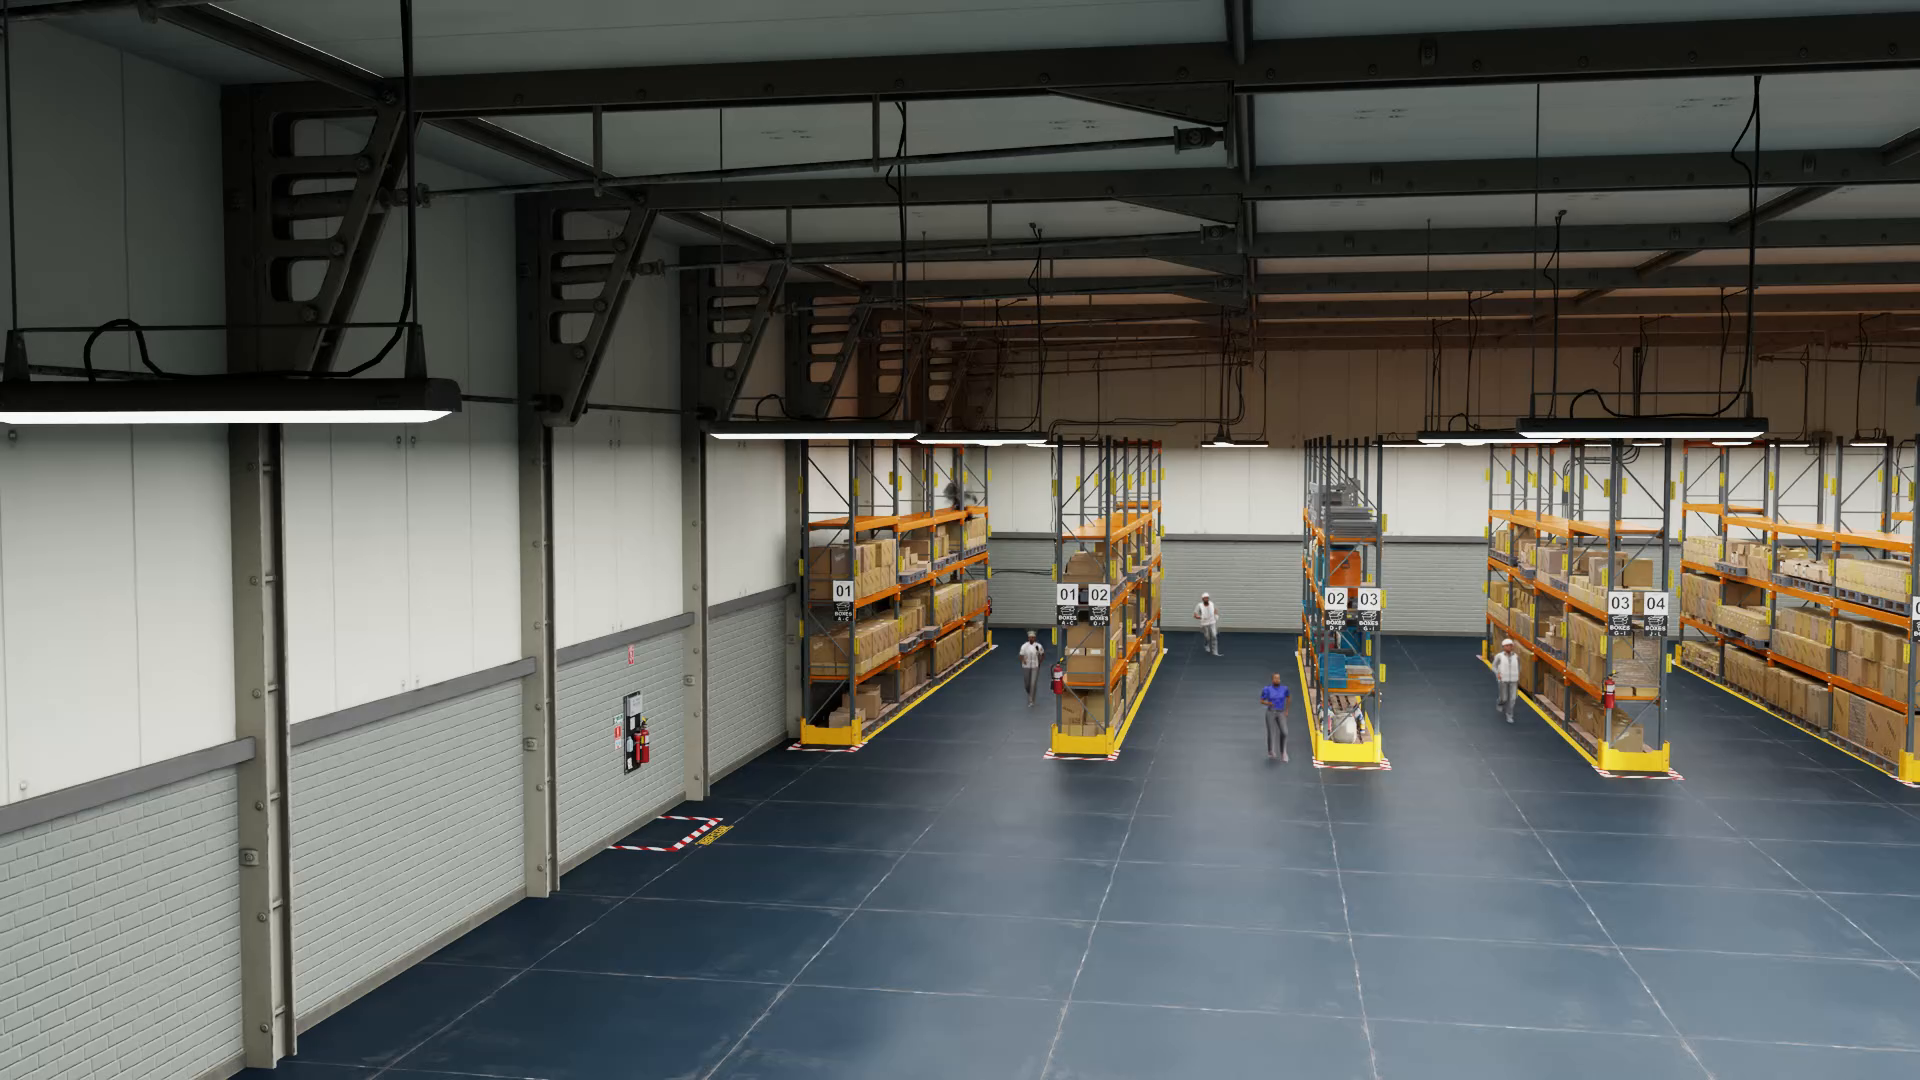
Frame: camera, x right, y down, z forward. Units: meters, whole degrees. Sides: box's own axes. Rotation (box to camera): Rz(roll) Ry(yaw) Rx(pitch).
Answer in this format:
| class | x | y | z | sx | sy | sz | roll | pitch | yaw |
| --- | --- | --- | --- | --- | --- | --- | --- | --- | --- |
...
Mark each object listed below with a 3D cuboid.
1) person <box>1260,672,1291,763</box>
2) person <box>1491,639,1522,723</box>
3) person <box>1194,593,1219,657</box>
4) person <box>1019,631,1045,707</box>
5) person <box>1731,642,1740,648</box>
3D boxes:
| class | x | y | z | sx | sy | sz | roll | pitch | yaw |
| --- | --- | --- | --- | --- | --- | --- | --- | --- | --- |
| person | 5.816 | 3.253 | 30.644 | 0.603 | 1.656 | 0.769 | 0 | 3 | 3 |
| person | 11.571 | 2.961 | 35.156 | 0.669 | 1.745 | 0.737 | 0 | 3 | 2 |
| person | 6.882 | 2.350 | 46.425 | 0.725 | 1.735 | 0.887 | -1 | 3 | -11 |
| person | 1.595 | 2.857 | 37.197 | 0.576 | 1.674 | 0.847 | 0 | 3 | 5 |
| person | 21.042 | 2.509 | 44.733 | 0.605 | 1.681 | 0.690 | -2 | 3 | -26 |
